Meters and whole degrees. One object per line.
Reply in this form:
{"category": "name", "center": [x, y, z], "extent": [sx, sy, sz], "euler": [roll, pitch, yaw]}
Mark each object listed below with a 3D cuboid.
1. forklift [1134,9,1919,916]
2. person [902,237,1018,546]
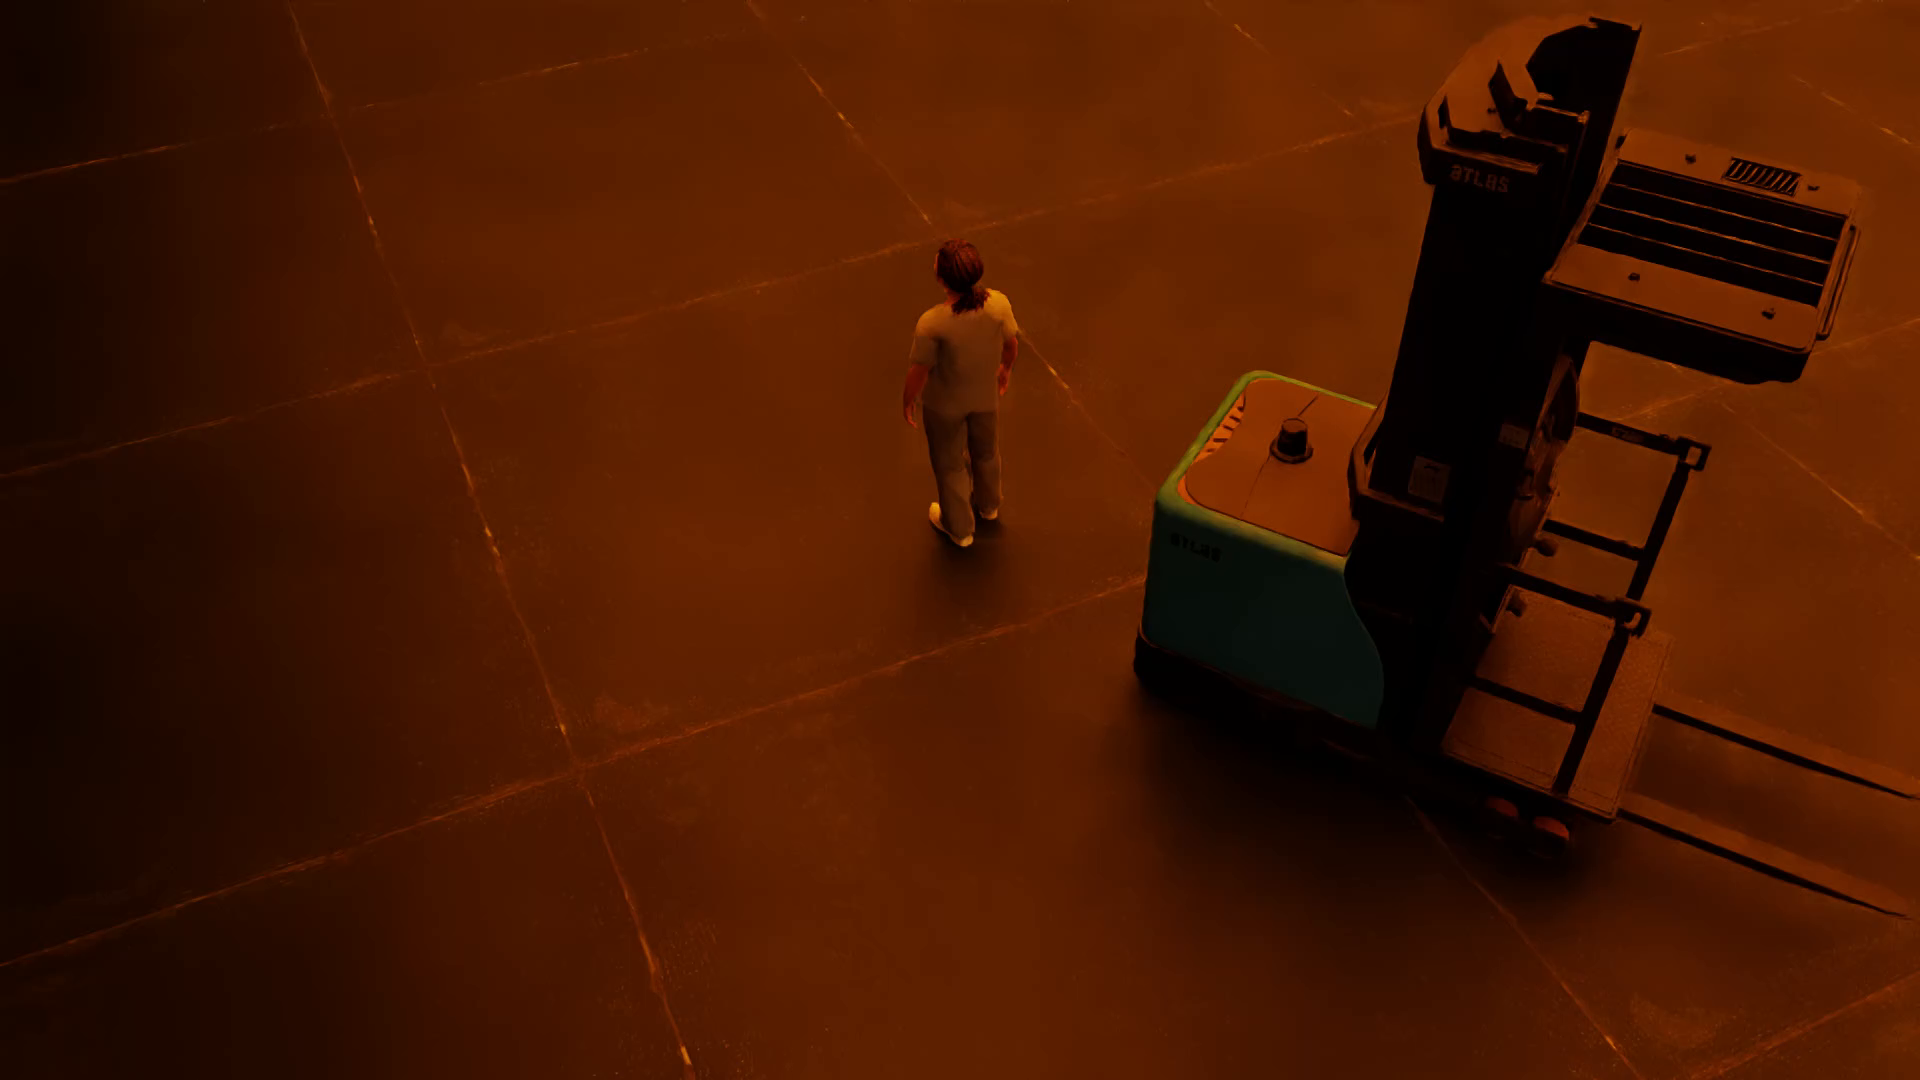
{"category": "forklift", "center": [2.284, -0.249, 5.947], "extent": [3.031, 2.935, 1.130], "euler": [21, 47, 21]}
{"category": "person", "center": [-0.022, -0.664, 7.317], "extent": [0.550, 1.652, 0.532], "euler": [-18, 46, -18]}
